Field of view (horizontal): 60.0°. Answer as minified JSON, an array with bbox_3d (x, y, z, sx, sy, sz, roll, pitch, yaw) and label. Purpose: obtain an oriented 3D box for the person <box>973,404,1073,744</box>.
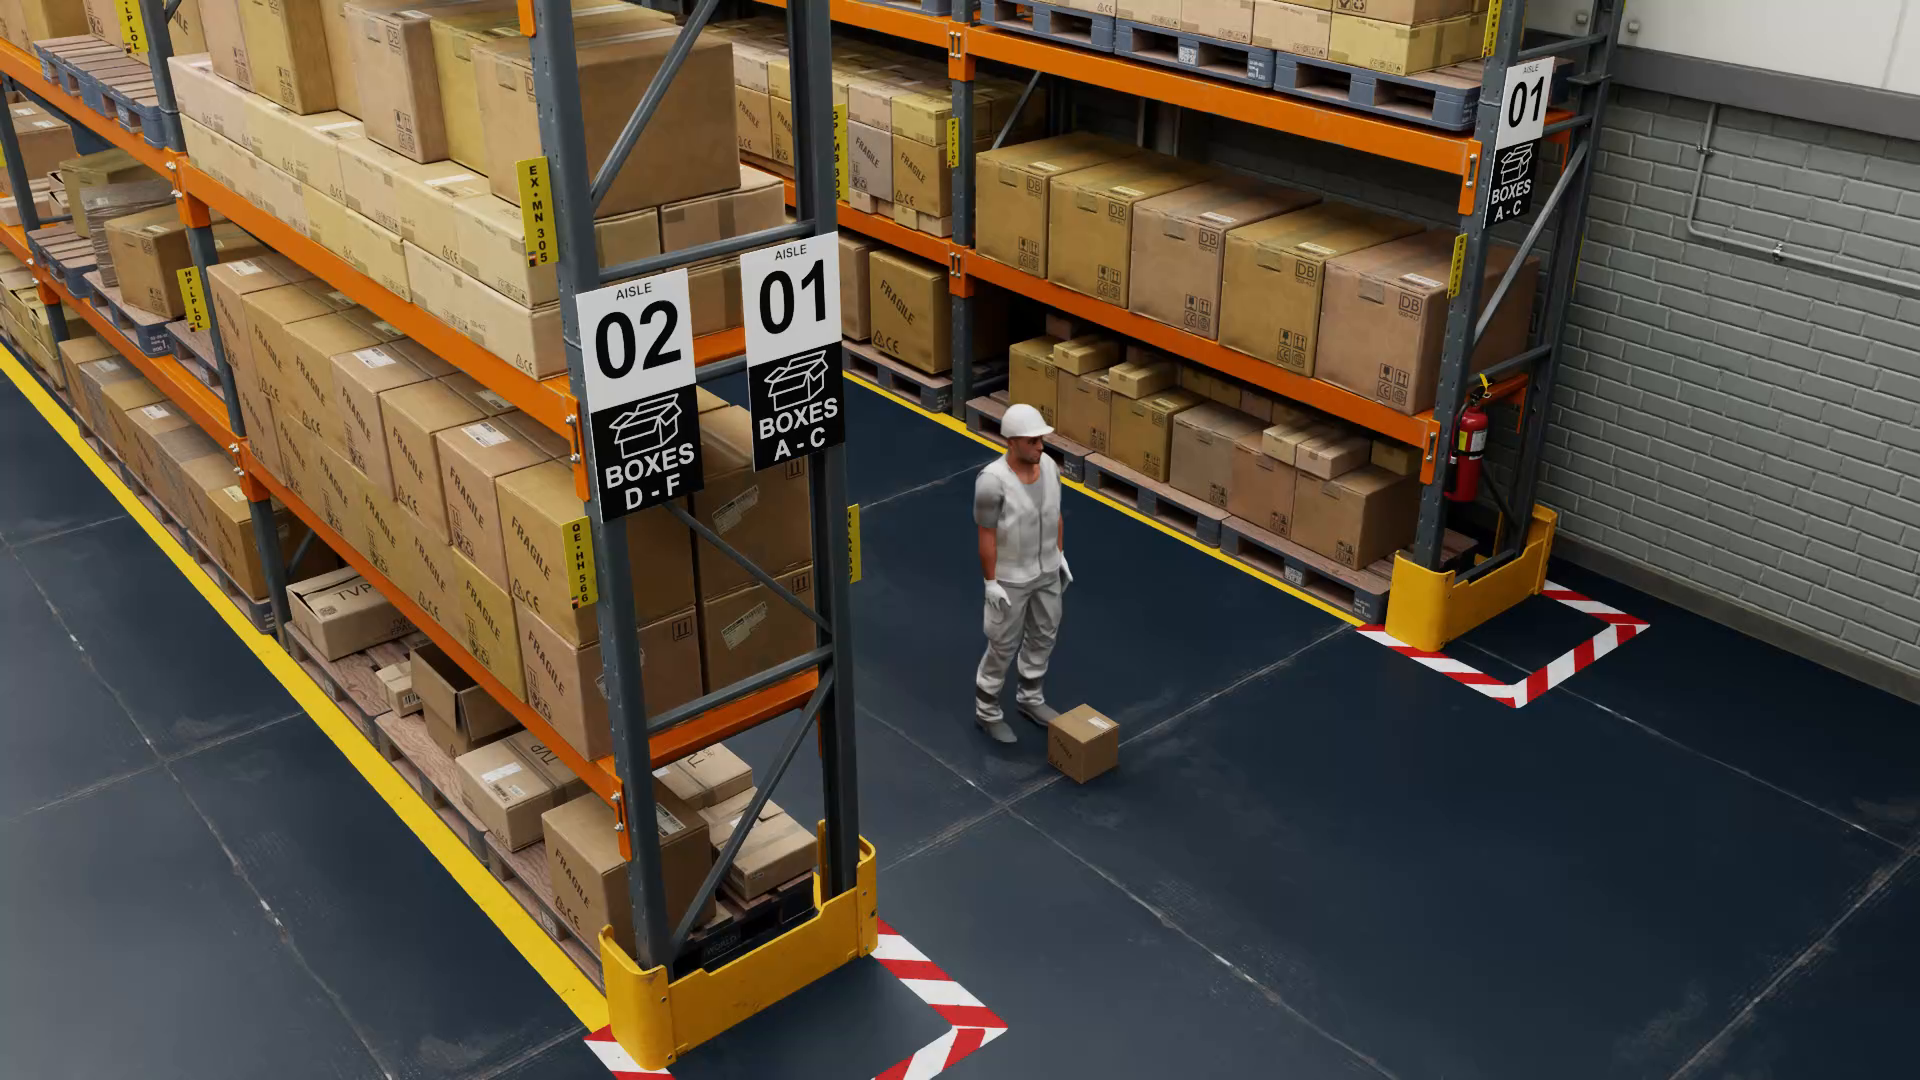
[{"bbox_3d":[0.321,0.179,8.294,0.524,1.819,0.358,-21,34,-34],"label":"person"}]
